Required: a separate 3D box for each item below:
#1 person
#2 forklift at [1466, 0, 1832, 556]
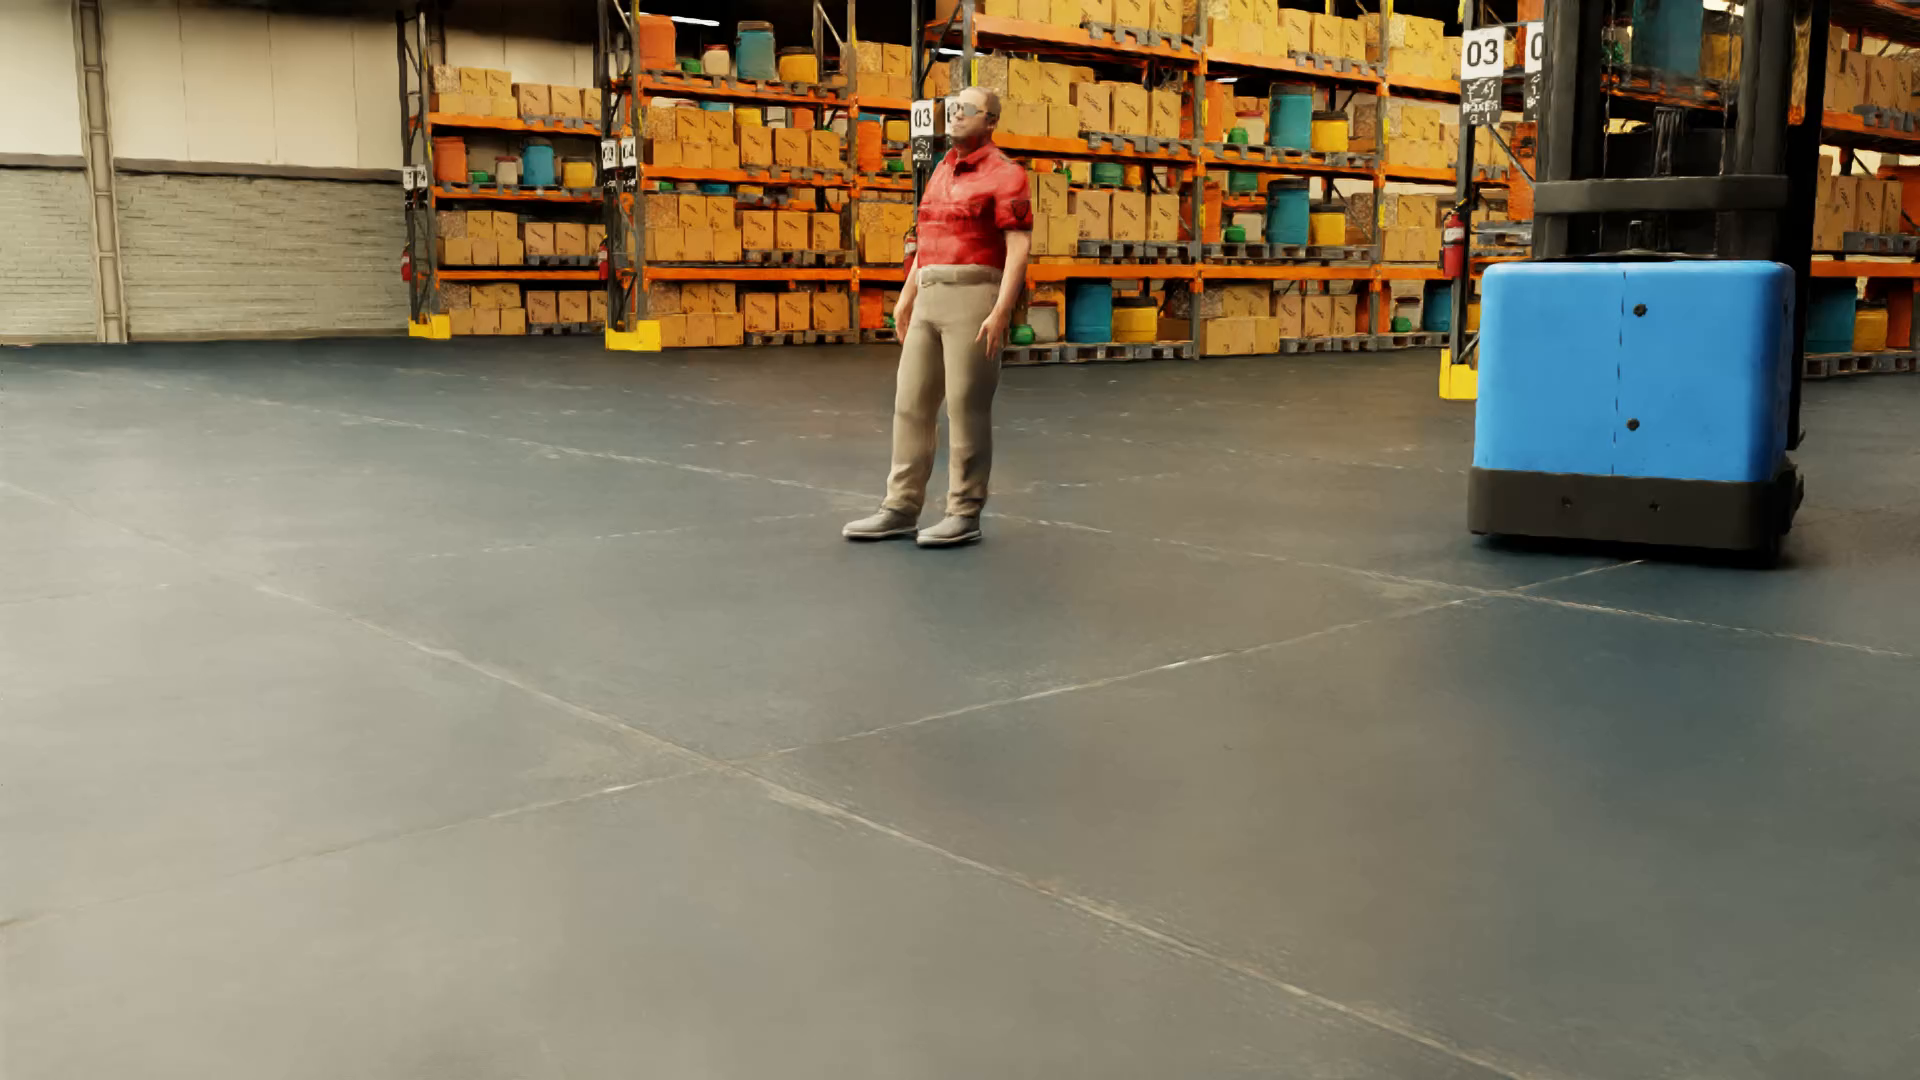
[{"bbox_3d":[-0.076,-0.854,6.357,0.550,1.726,0.640,-8,12,-40],"label":"person"},{"bbox_3d":[3.091,-1.576,7.142,1.130,2.935,3.031,5,10,29],"label":"forklift"}]
